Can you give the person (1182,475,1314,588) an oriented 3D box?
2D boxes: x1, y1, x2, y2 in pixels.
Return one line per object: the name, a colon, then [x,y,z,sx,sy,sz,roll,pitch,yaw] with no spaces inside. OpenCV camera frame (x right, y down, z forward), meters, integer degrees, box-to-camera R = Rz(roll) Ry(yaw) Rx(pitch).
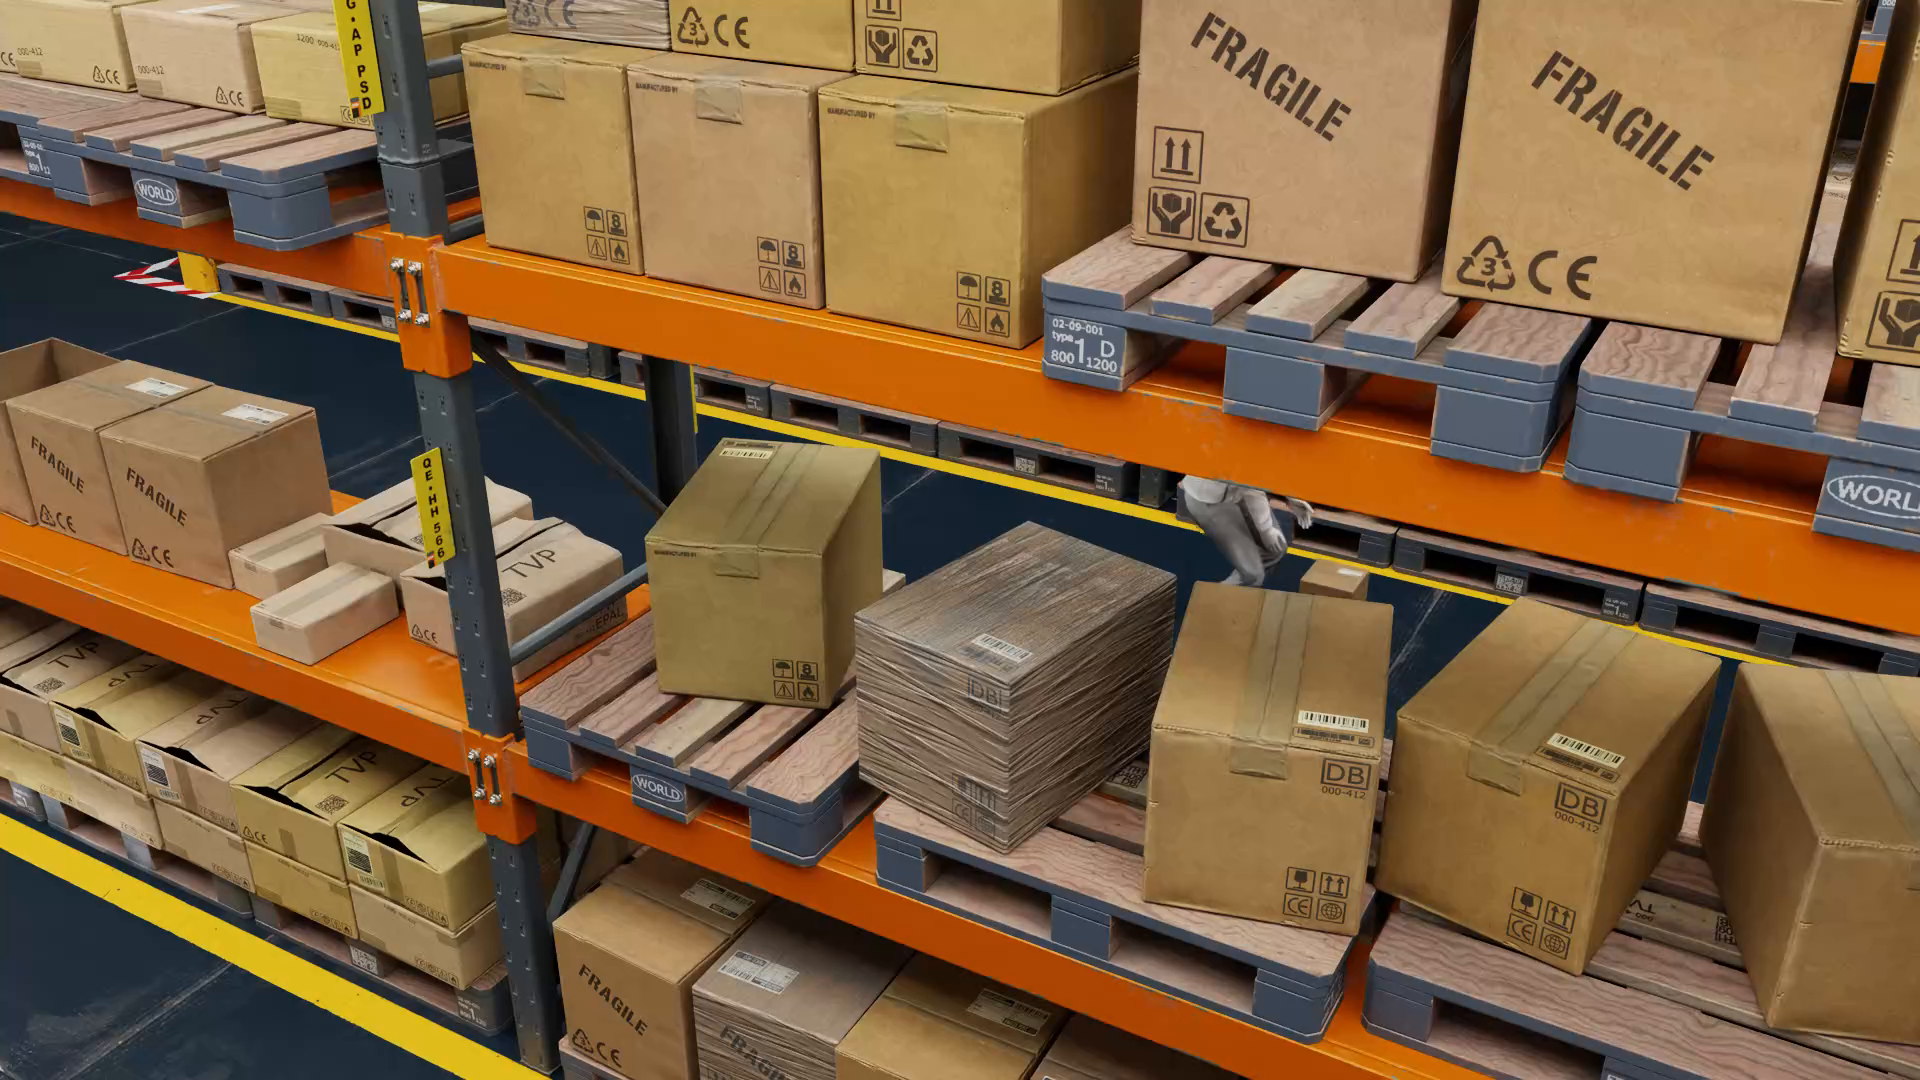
person: [1.375,-0.188,7.734,0.654,1.455,0.533,15,30,26]
